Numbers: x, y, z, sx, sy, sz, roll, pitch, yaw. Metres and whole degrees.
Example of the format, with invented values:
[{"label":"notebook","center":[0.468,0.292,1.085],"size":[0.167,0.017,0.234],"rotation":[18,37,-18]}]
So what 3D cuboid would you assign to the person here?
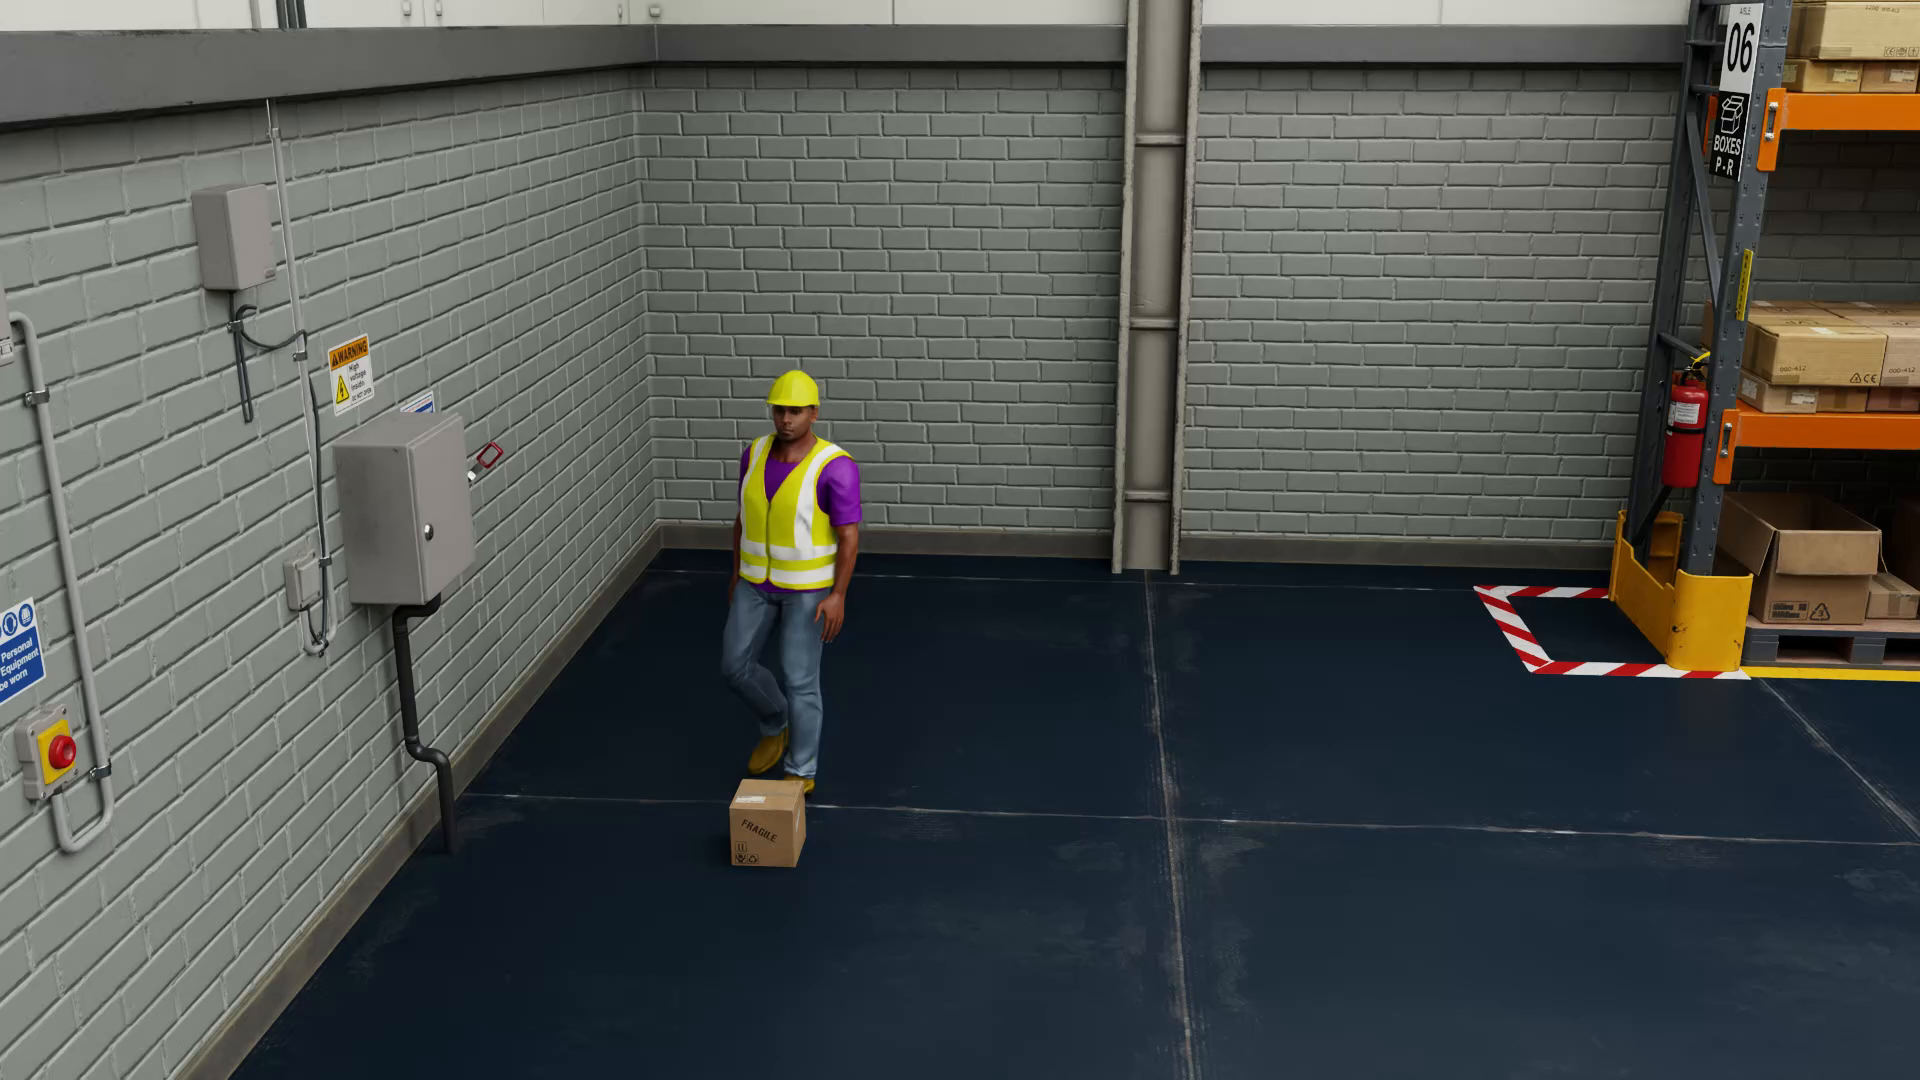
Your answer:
[{"label":"person","center":[-0.730,0.201,6.784],"size":[0.619,1.770,0.516],"rotation":[9,19,25]}]
